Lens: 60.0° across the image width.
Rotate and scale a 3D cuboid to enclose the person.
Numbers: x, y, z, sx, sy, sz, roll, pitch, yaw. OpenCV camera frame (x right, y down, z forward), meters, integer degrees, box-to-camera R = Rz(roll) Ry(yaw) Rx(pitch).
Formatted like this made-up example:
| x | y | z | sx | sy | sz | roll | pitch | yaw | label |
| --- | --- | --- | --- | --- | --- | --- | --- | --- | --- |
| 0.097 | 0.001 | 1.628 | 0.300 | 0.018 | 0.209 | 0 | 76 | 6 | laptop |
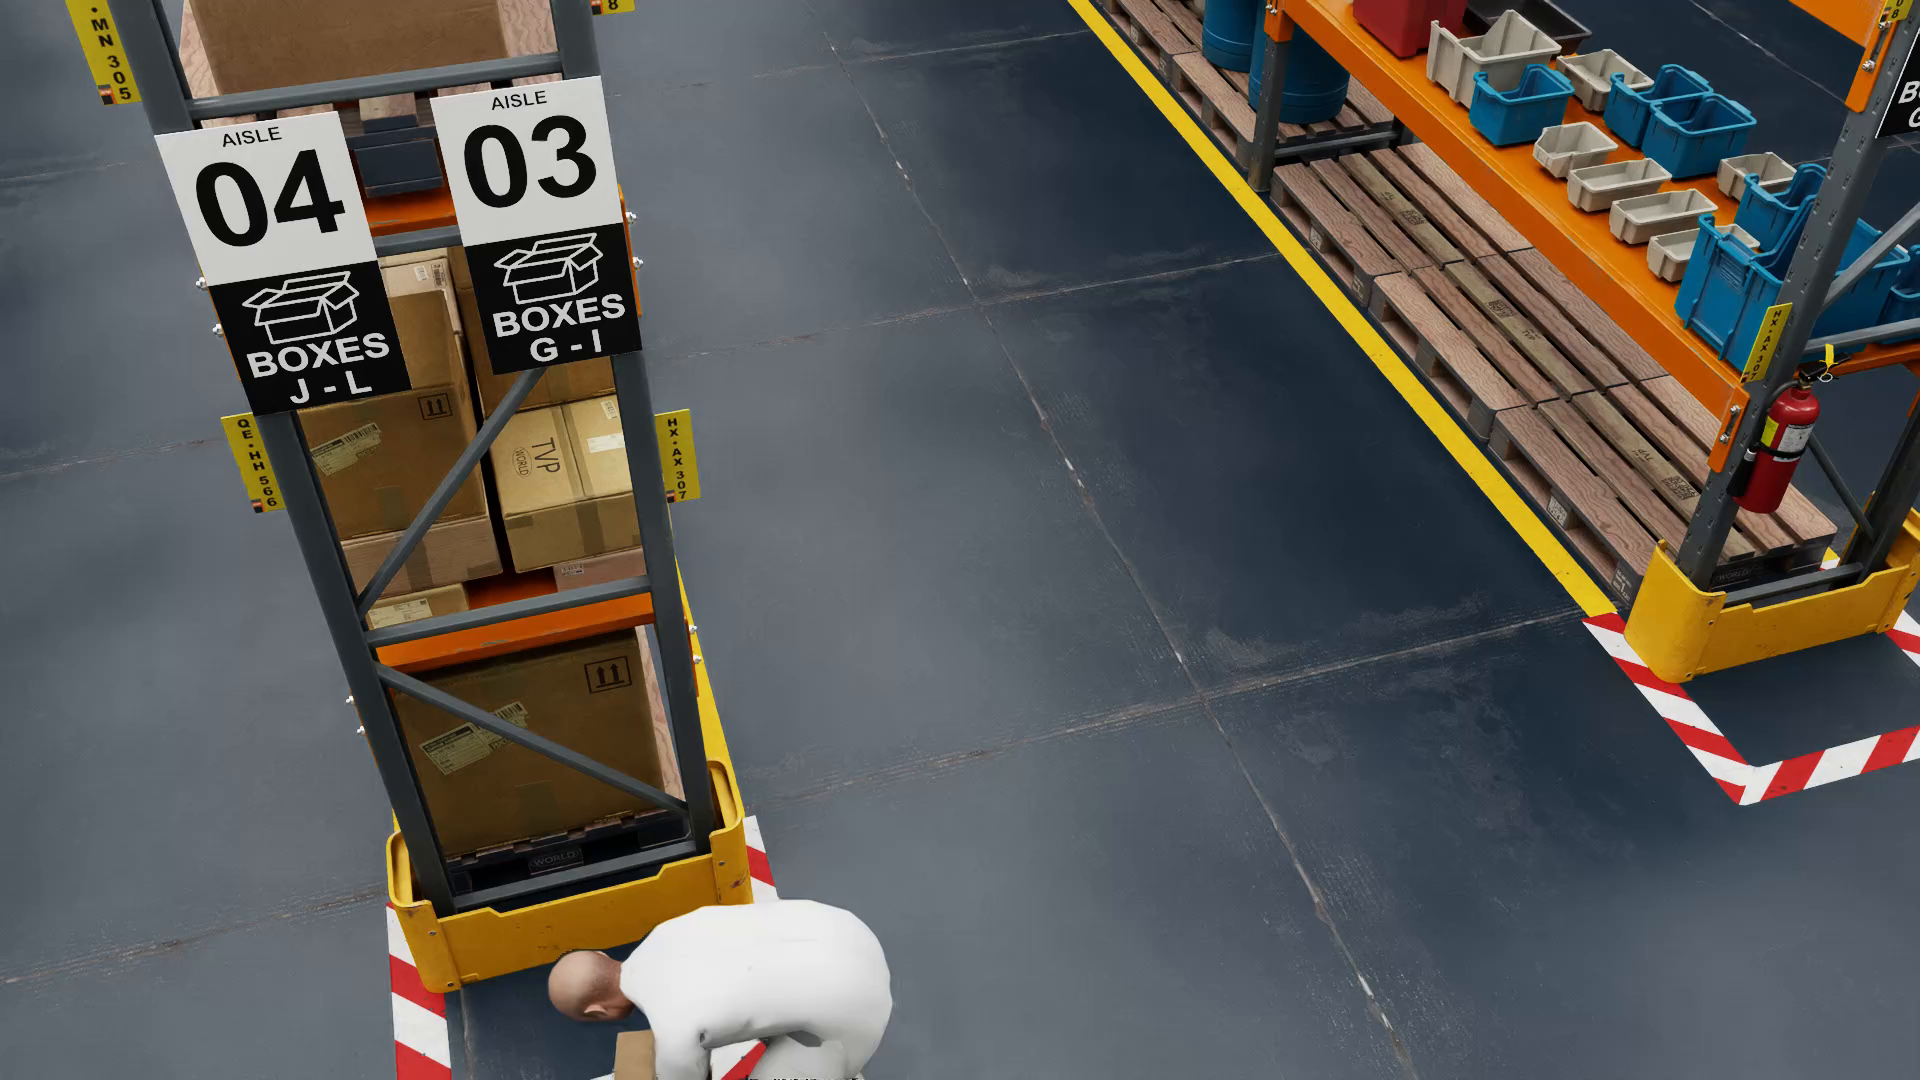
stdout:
| x | y | z | sx | sy | sz | roll | pitch | yaw | label |
| --- | --- | --- | --- | --- | --- | --- | --- | --- | --- |
| -0.668 | 1.534 | 4.928 | 0.948 | 1.140 | 0.569 | -4 | 42 | -4 | person |
